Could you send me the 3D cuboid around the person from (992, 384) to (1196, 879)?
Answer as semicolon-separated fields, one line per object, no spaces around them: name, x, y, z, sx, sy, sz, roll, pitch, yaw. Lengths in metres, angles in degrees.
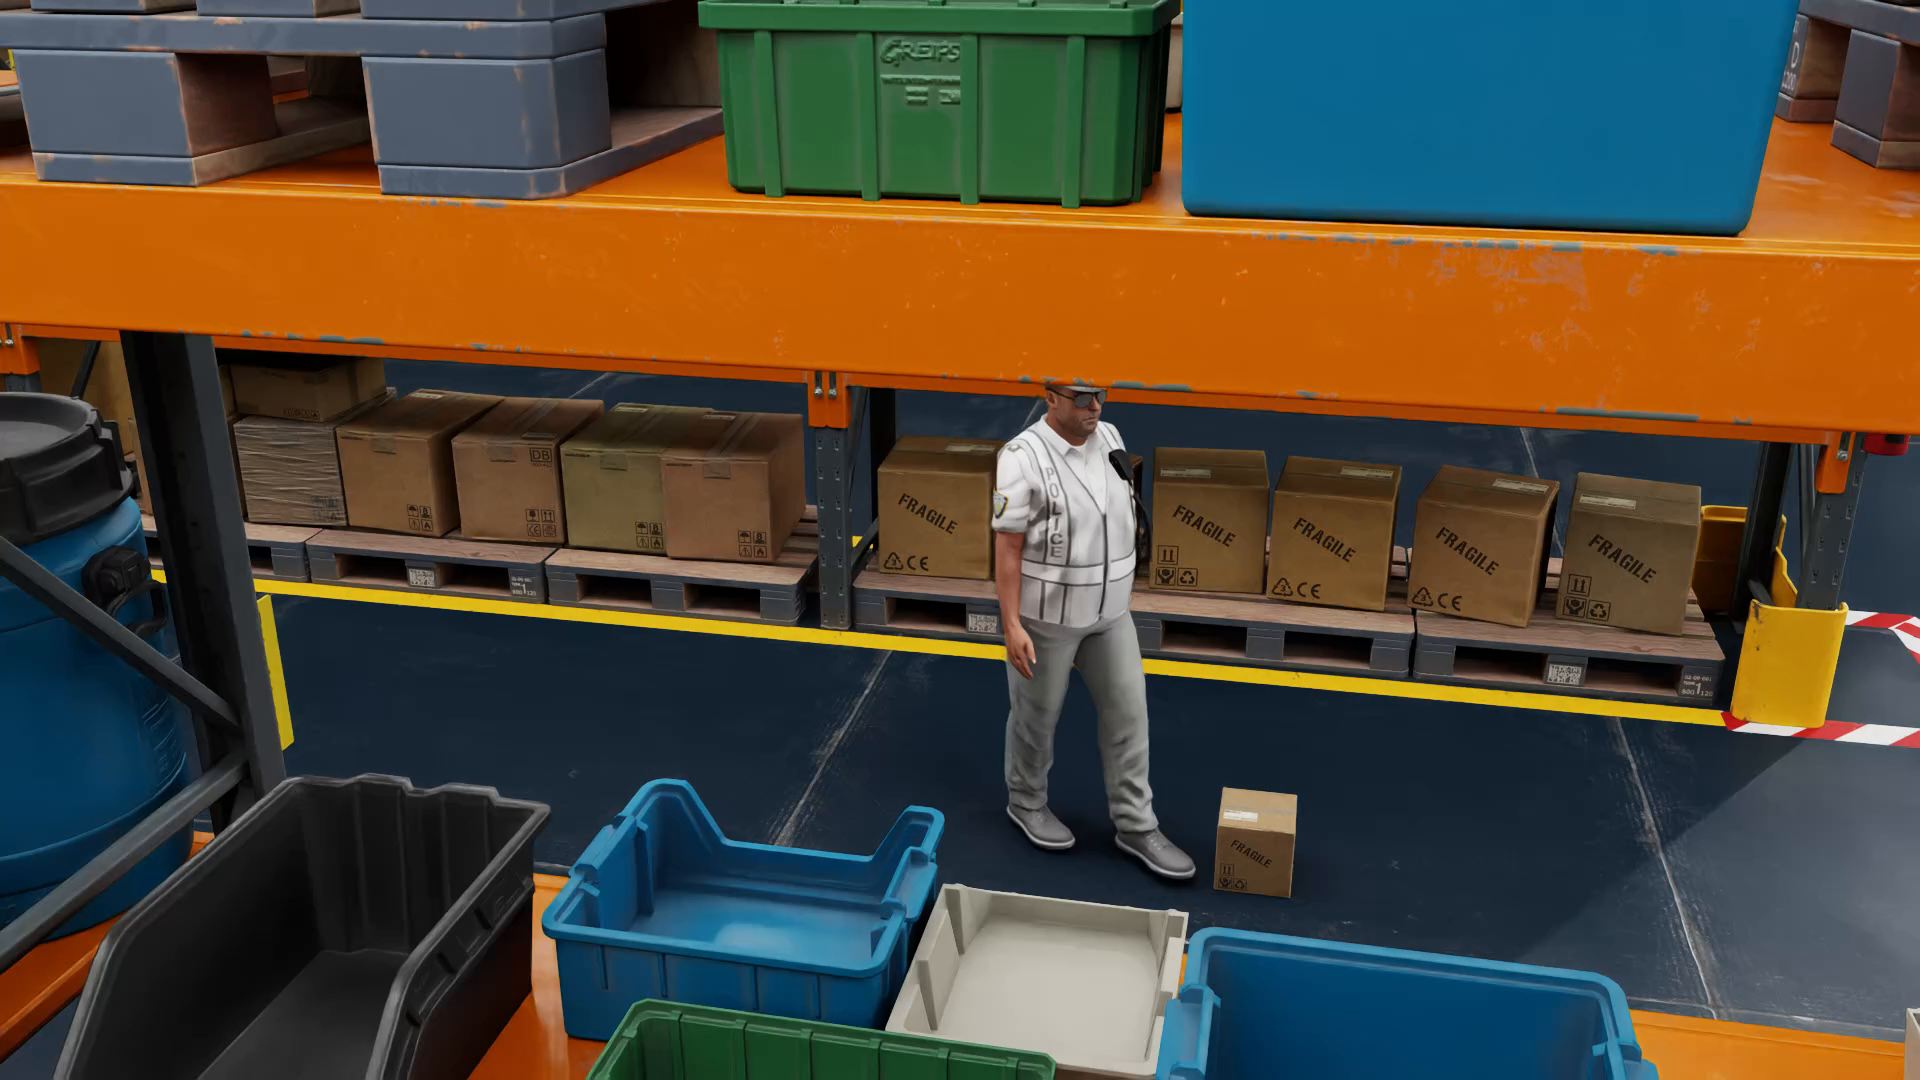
person;0.422;0.254;5.379;0.546;1.754;0.707;-13;25;-30
